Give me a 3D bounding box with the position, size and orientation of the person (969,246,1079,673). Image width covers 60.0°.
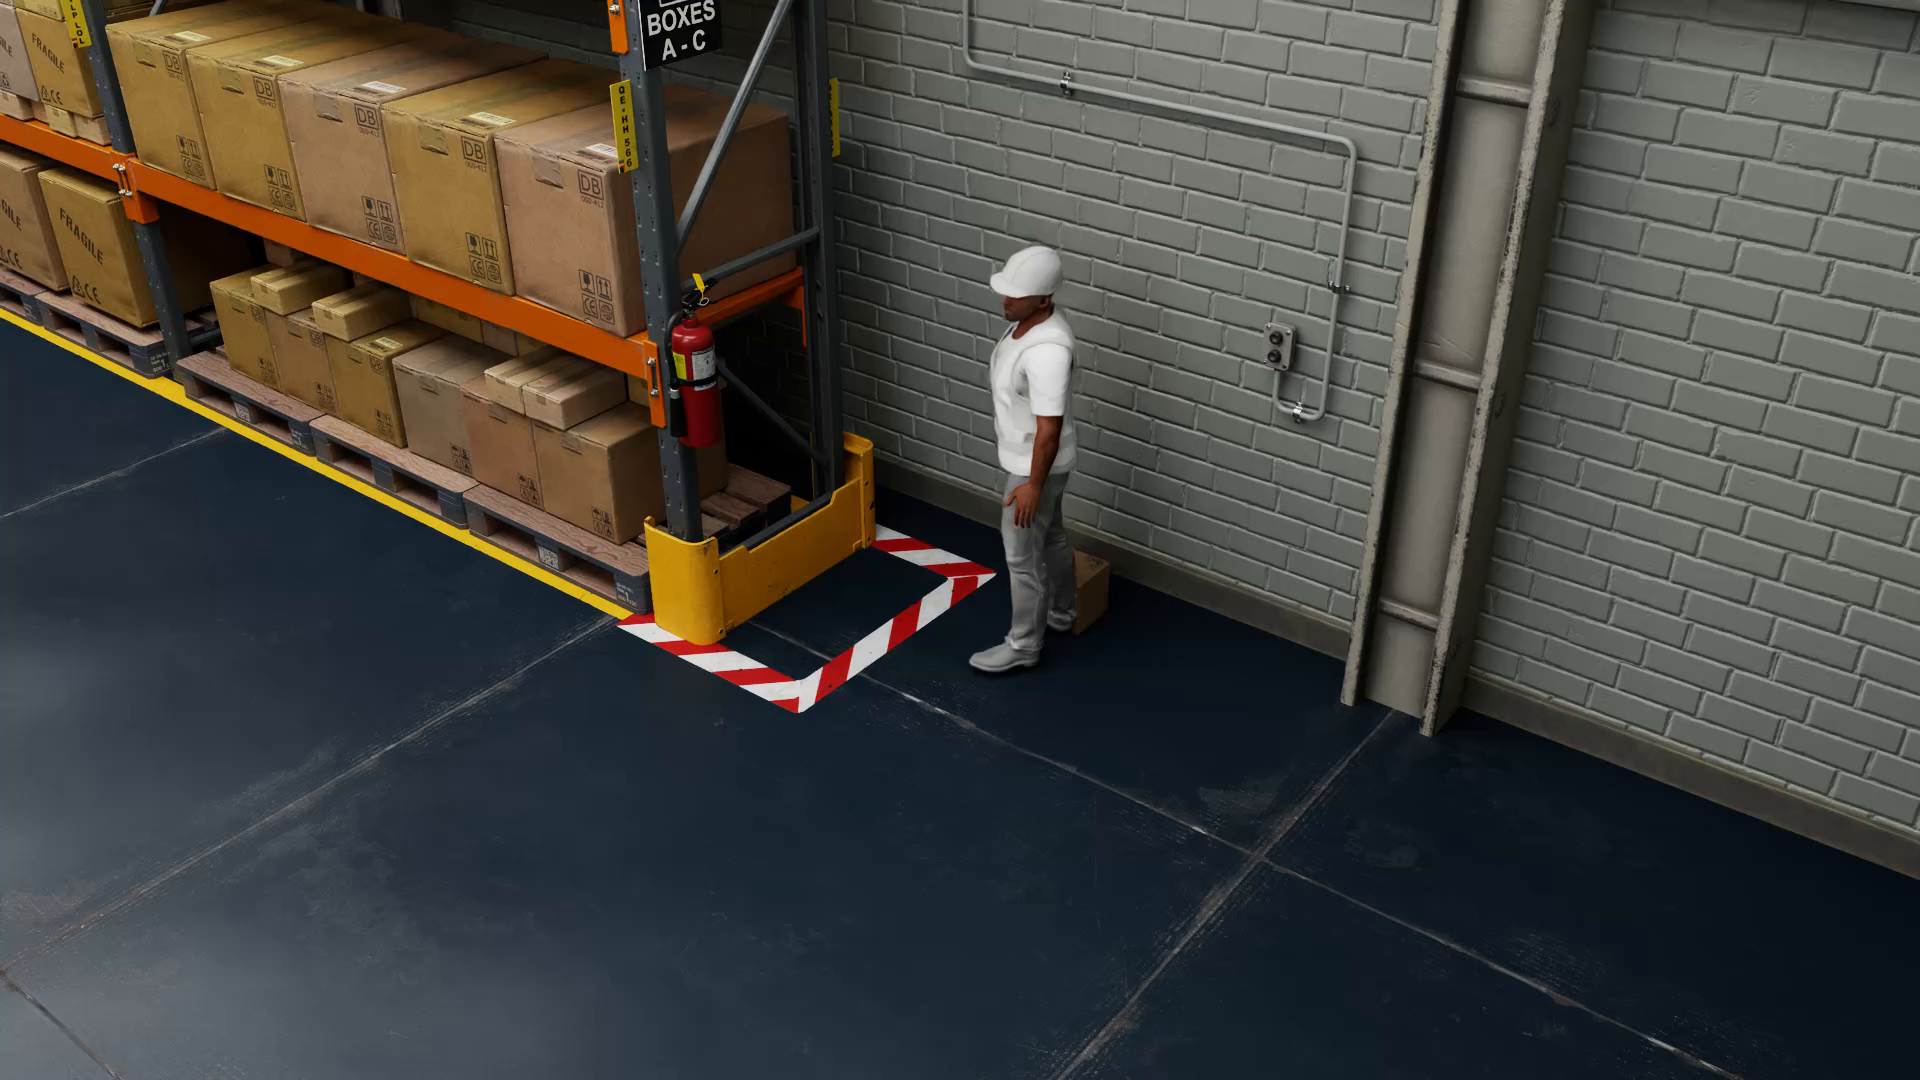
[{"bbox_3d":[0.270,-0.327,6.608,0.453,1.768,0.614,1,31,2],"label":"person"}]
